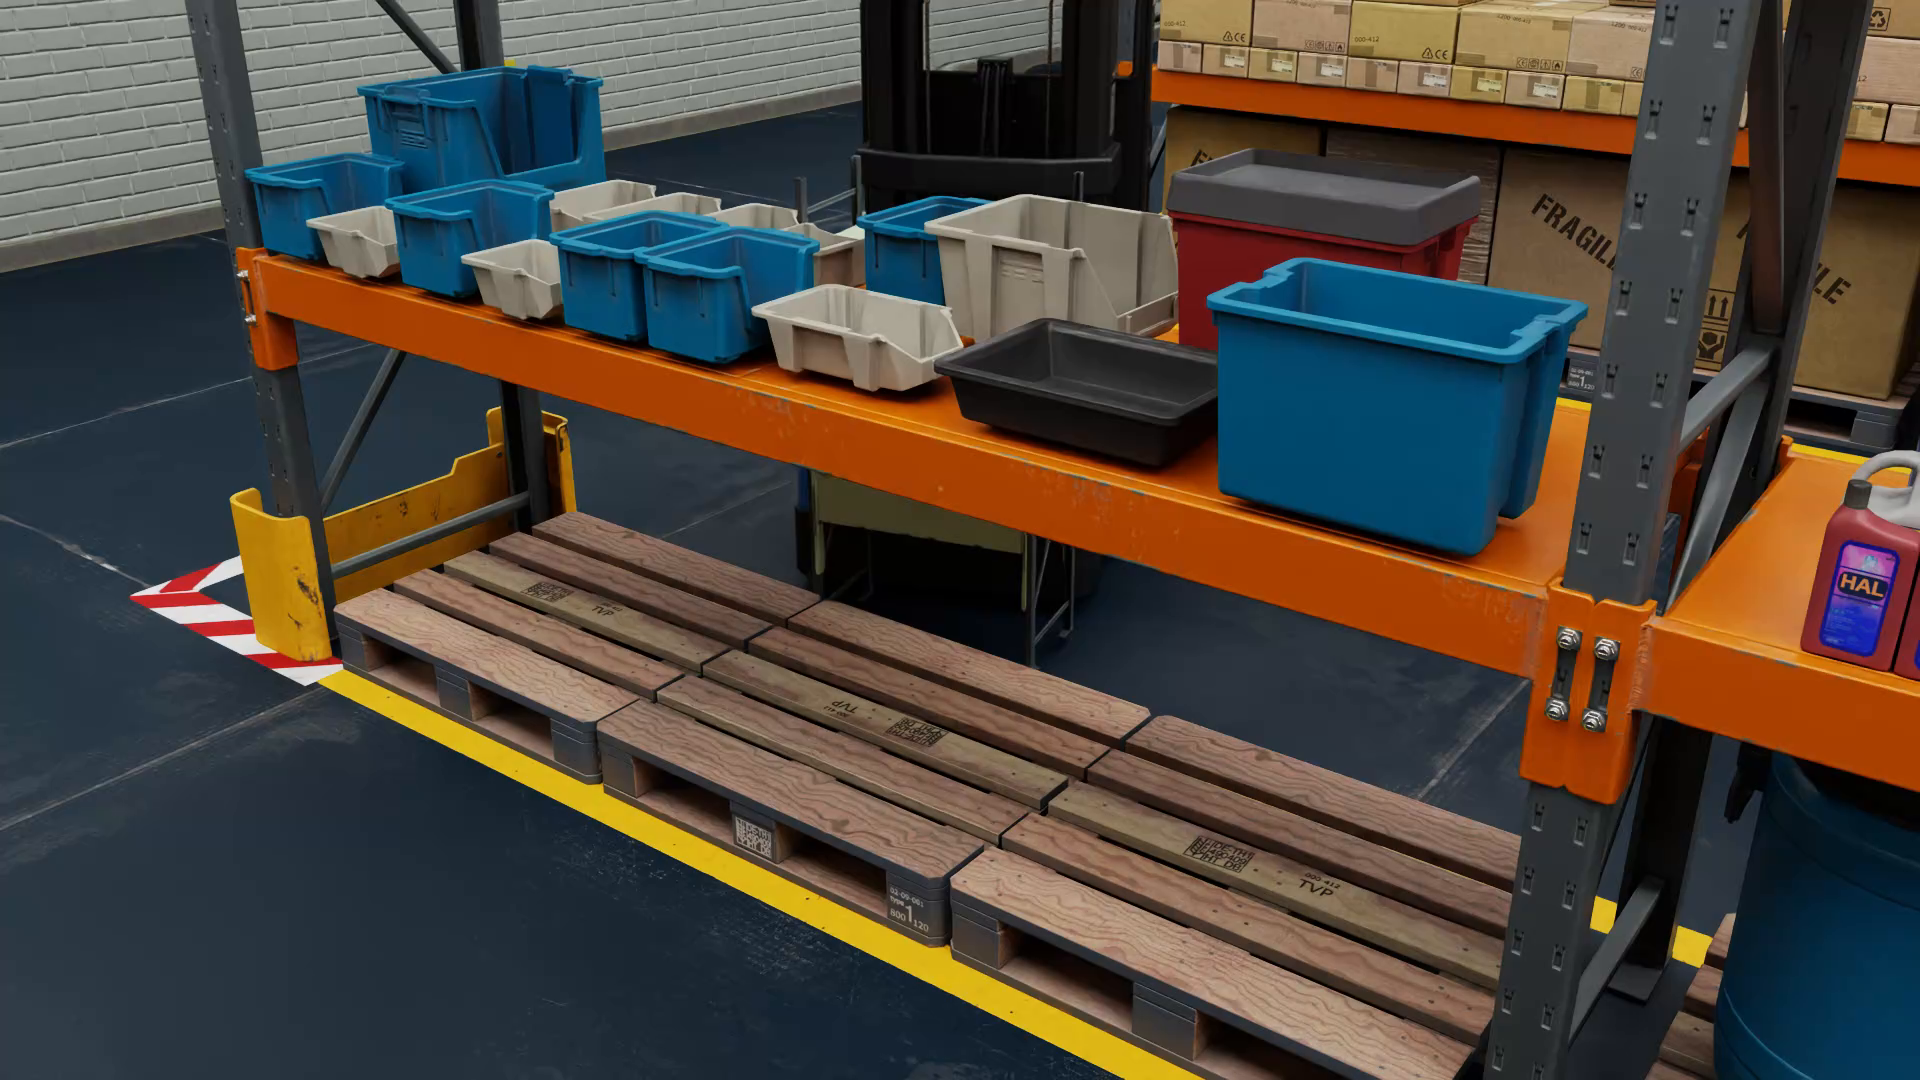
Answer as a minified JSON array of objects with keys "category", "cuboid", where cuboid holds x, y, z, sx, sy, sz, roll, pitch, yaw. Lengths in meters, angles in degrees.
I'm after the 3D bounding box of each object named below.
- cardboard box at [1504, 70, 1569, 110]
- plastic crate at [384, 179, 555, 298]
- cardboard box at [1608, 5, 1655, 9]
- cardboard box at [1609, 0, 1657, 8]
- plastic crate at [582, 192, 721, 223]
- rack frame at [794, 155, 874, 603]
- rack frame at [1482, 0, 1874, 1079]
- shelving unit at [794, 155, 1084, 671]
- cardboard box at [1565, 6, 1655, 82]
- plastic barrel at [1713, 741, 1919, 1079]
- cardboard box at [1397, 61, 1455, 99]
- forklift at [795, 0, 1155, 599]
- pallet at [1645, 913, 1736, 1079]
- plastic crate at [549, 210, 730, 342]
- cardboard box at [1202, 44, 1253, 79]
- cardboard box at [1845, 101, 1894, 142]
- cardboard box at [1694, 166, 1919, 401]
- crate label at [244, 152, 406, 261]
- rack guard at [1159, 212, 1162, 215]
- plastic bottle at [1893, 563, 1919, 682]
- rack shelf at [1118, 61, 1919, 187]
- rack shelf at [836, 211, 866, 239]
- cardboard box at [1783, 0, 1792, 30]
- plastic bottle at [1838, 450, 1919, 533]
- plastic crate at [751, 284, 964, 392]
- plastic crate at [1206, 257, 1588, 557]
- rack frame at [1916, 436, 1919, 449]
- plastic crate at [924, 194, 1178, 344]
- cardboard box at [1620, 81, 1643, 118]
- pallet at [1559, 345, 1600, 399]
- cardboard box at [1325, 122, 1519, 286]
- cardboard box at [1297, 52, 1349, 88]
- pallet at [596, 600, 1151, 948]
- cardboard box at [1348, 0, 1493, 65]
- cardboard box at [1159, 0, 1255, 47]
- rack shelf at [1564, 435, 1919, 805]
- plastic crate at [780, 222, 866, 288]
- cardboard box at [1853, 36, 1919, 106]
[{"category":"cardboard box","cuboid":[2.654,-2.051,7.497,0.250,0.149,0.380,17,29,34]},{"category":"plastic crate","cuboid":[-1.318,-0.820,4.525,0.300,0.233,0.416,17,29,33]},{"category":"cardboard box","cuboid":[3.294,-2.336,7.650,0.500,0.250,0.500,18,29,35]},{"category":"cardboard box","cuboid":[3.288,-2.680,7.500,0.500,0.500,0.500,16,28,32]},{"category":"plastic crate","cuboid":[-0.861,-0.888,4.798,0.243,0.136,0.396,17,29,33]},{"category":"rack frame","cuboid":[-0.391,-0.435,5.305,0.023,1.500,0.400,9,25,21]},{"category":"rack frame","cuboid":[1.355,-0.227,3.046,0.127,3.000,1.000,17,29,33]},{"category":"shelving unit","cuboid":[-0.054,-0.380,5.173,0.755,1.500,0.431,9,25,21]},{"category":"cardboard box","cuboid":[2.991,-2.163,7.256,0.500,0.250,0.500,18,29,34]},{"category":"plastic barrel","cuboid":[1.781,0.678,3.073,0.708,0.901,0.600,17,29,33]},{"category":"cardboard box","cuboid":[2.242,-2.175,7.779,0.250,0.149,0.380,16,29,33]},{"category":"forklift","cuboid":[0.219,-1.707,6.489,1.130,2.935,3.031,5,24,10]},{"category":"pallet","cuboid":[1.948,1.249,3.154,1.213,0.211,1.003,17,29,33]},{"category":"plastic crate","cuboid":[-0.792,-0.661,4.164,0.300,0.233,0.416,17,29,33]},{"category":"cardboard box","cuboid":[1.418,-2.424,8.343,0.250,0.149,0.380,16,29,33]},{"category":"cardboard box","cuboid":[3.679,-1.741,6.792,0.250,0.149,0.380,17,29,34]},{"category":"cardboard box","cuboid":[3.846,-1.231,7.438,0.875,0.875,0.875,17,29,33]},{"category":"crate label","cuboid":[-1.845,-0.980,4.887,0.303,0.233,0.416,17,29,33]},{"category":"rack guard","cuboid":[1.106,-1.655,9.385,0.348,0.500,1.175,17,29,33]},{"category":"plastic bottle","cuboid":[1.500,0.084,2.483,0.133,0.283,0.061,17,29,33]},{"category":"rack shelf","cuboid":[2.726,-1.980,7.916,4.000,0.370,1.077,17,29,33]},{"category":"rack shelf","cuboid":[-0.057,-0.739,5.018,0.720,0.370,0.431,9,25,21]},{"category":"cardboard box","cuboid":[3.399,-2.384,6.827,0.500,0.500,0.500,17,29,34]},{"category":"plastic bottle","cuboid":[1.475,-0.005,2.603,0.185,0.351,0.144,17,29,33]},{"category":"plastic crate","cuboid":[-0.218,-0.458,3.823,0.466,0.136,0.293,17,29,33]},{"category":"plastic crate","cuboid":[0.777,-0.250,3.044,0.575,0.384,0.392,17,29,33]},{"category":"rack frame","cuboid":[4.326,-1.826,6.673,0.127,3.000,1.000,17,29,33]},{"category":"plastic crate","cuboid":[0.244,-0.629,4.031,0.530,0.282,0.437,17,29,33]},{"category":"cardboard box","cuboid":[3.062,-1.927,7.216,0.250,0.149,0.380,17,29,34]},{"category":"pallet","cuboid":[2.784,-1.053,8.379,1.213,0.211,1.003,17,29,33]},{"category":"cardboard box","cuboid":[2.414,-1.664,8.420,0.875,0.875,0.875,17,29,33]},{"category":"cardboard box","cuboid":[1.832,-2.299,8.060,0.250,0.149,0.380,16,29,33]},{"category":"pallet","cuboid":[-0.237,0.588,4.653,1.213,0.211,1.003,17,29,33]},{"category":"cardboard box","cuboid":[2.167,-2.411,7.819,0.500,0.250,0.500,16,28,32]},{"category":"cardboard box","cuboid":[1.347,-2.657,8.377,0.500,0.250,0.500,16,28,32]},{"category":"rack shelf","cuboid":[2.956,0.585,2.093,4.000,0.370,1.077,17,29,33]},{"category":"plastic crate","cuboid":[-0.375,-0.763,4.514,0.250,0.136,0.298,17,29,33]},{"category":"cardboard box","cuboid":[3.815,-1.915,6.693,0.500,0.250,0.500,16,29,32]}]
